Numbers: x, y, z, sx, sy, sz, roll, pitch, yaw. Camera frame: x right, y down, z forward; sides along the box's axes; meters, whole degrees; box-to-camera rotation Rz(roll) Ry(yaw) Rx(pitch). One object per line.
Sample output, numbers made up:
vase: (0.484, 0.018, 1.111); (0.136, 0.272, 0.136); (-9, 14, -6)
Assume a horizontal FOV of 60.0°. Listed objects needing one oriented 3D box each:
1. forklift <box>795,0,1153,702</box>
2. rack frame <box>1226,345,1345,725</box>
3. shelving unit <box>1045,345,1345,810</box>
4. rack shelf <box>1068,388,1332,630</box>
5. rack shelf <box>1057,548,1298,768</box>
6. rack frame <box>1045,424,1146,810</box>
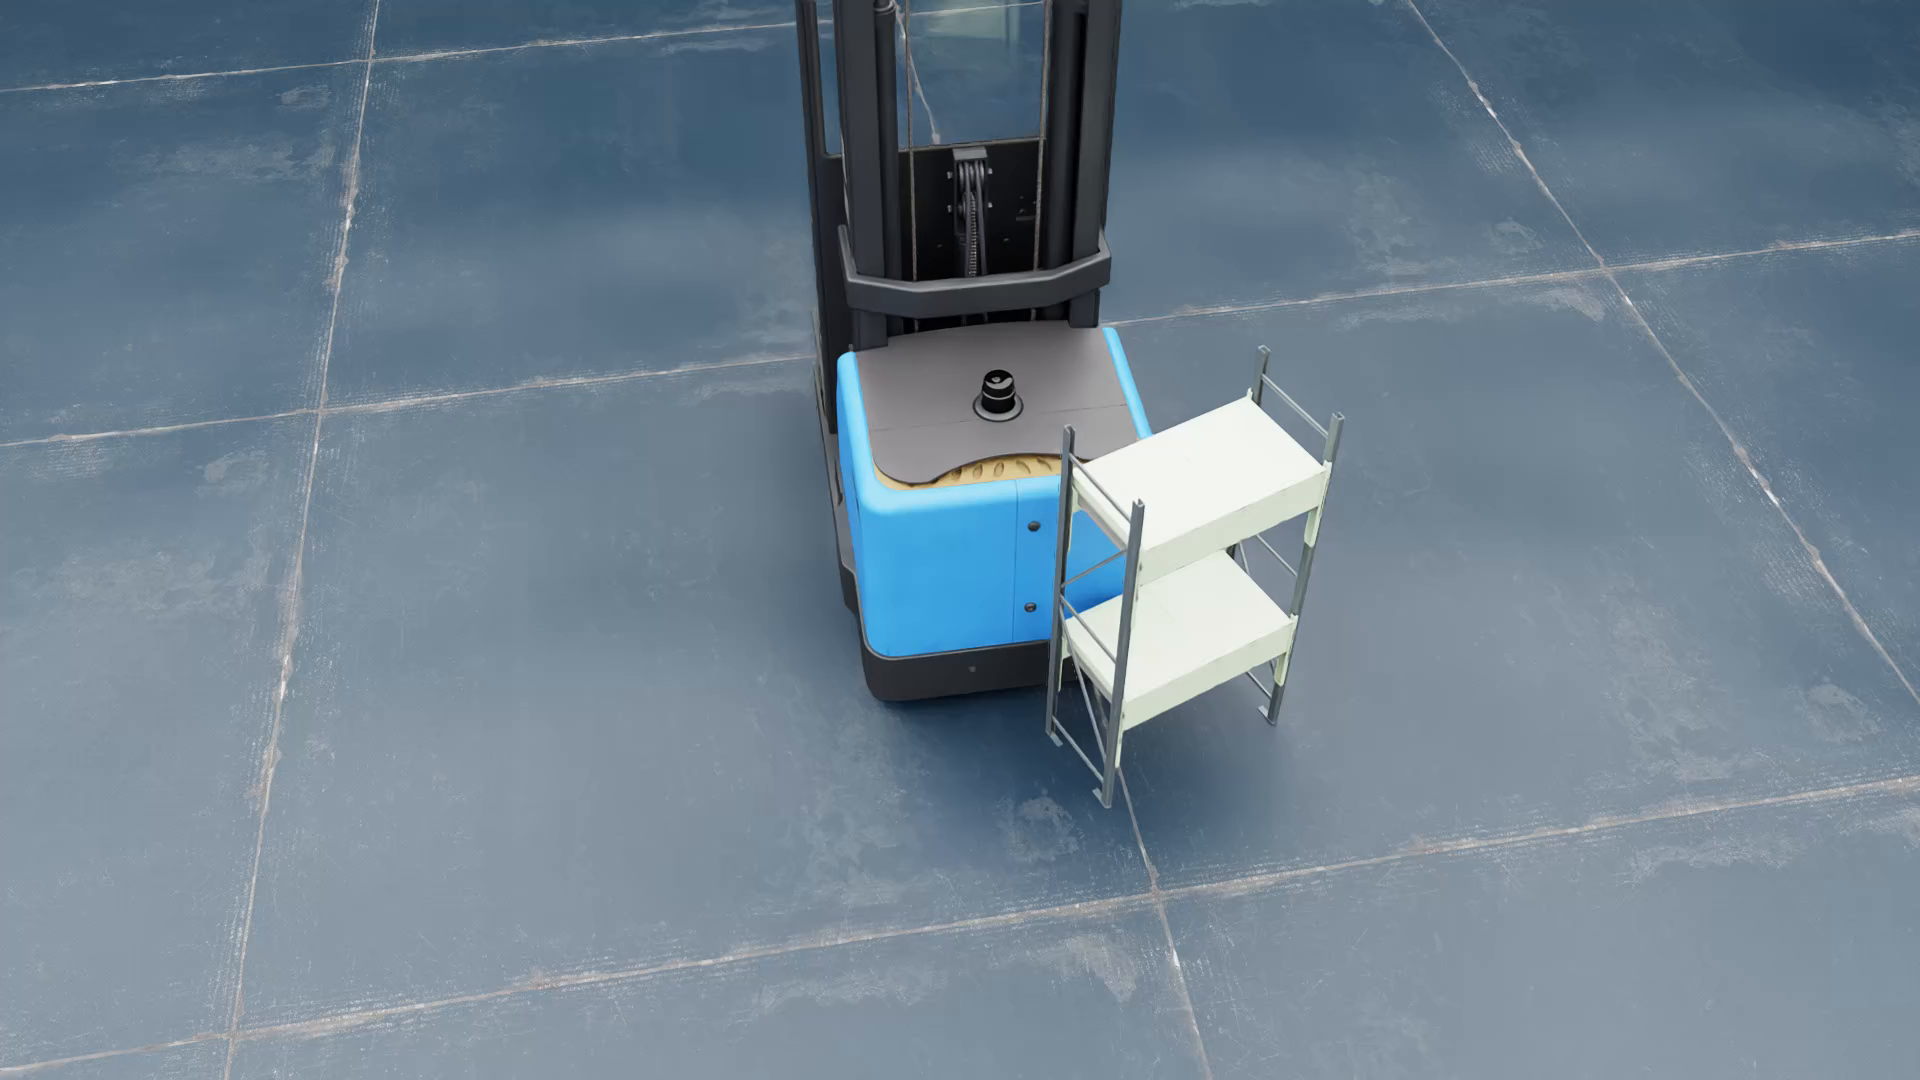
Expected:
forklift: (-0.040, -1.500, 6.160); (1.130, 2.935, 3.031); (-6, 46, -6)
rack frame: (1.053, 0.031, 5.678); (0.023, 1.500, 0.400); (-23, 50, -21)
shelving unit: (0.737, 0.165, 5.550); (0.755, 1.500, 0.431); (-23, 50, -21)
rack shelf: (0.737, -0.106, 5.269); (0.720, 0.370, 0.431); (-23, 50, -21)
rack shelf: (0.737, 0.391, 5.784); (0.720, 0.370, 0.431); (-23, 50, -21)
rack frame: (0.422, 0.298, 5.421); (0.023, 1.500, 0.400); (-23, 50, -21)
